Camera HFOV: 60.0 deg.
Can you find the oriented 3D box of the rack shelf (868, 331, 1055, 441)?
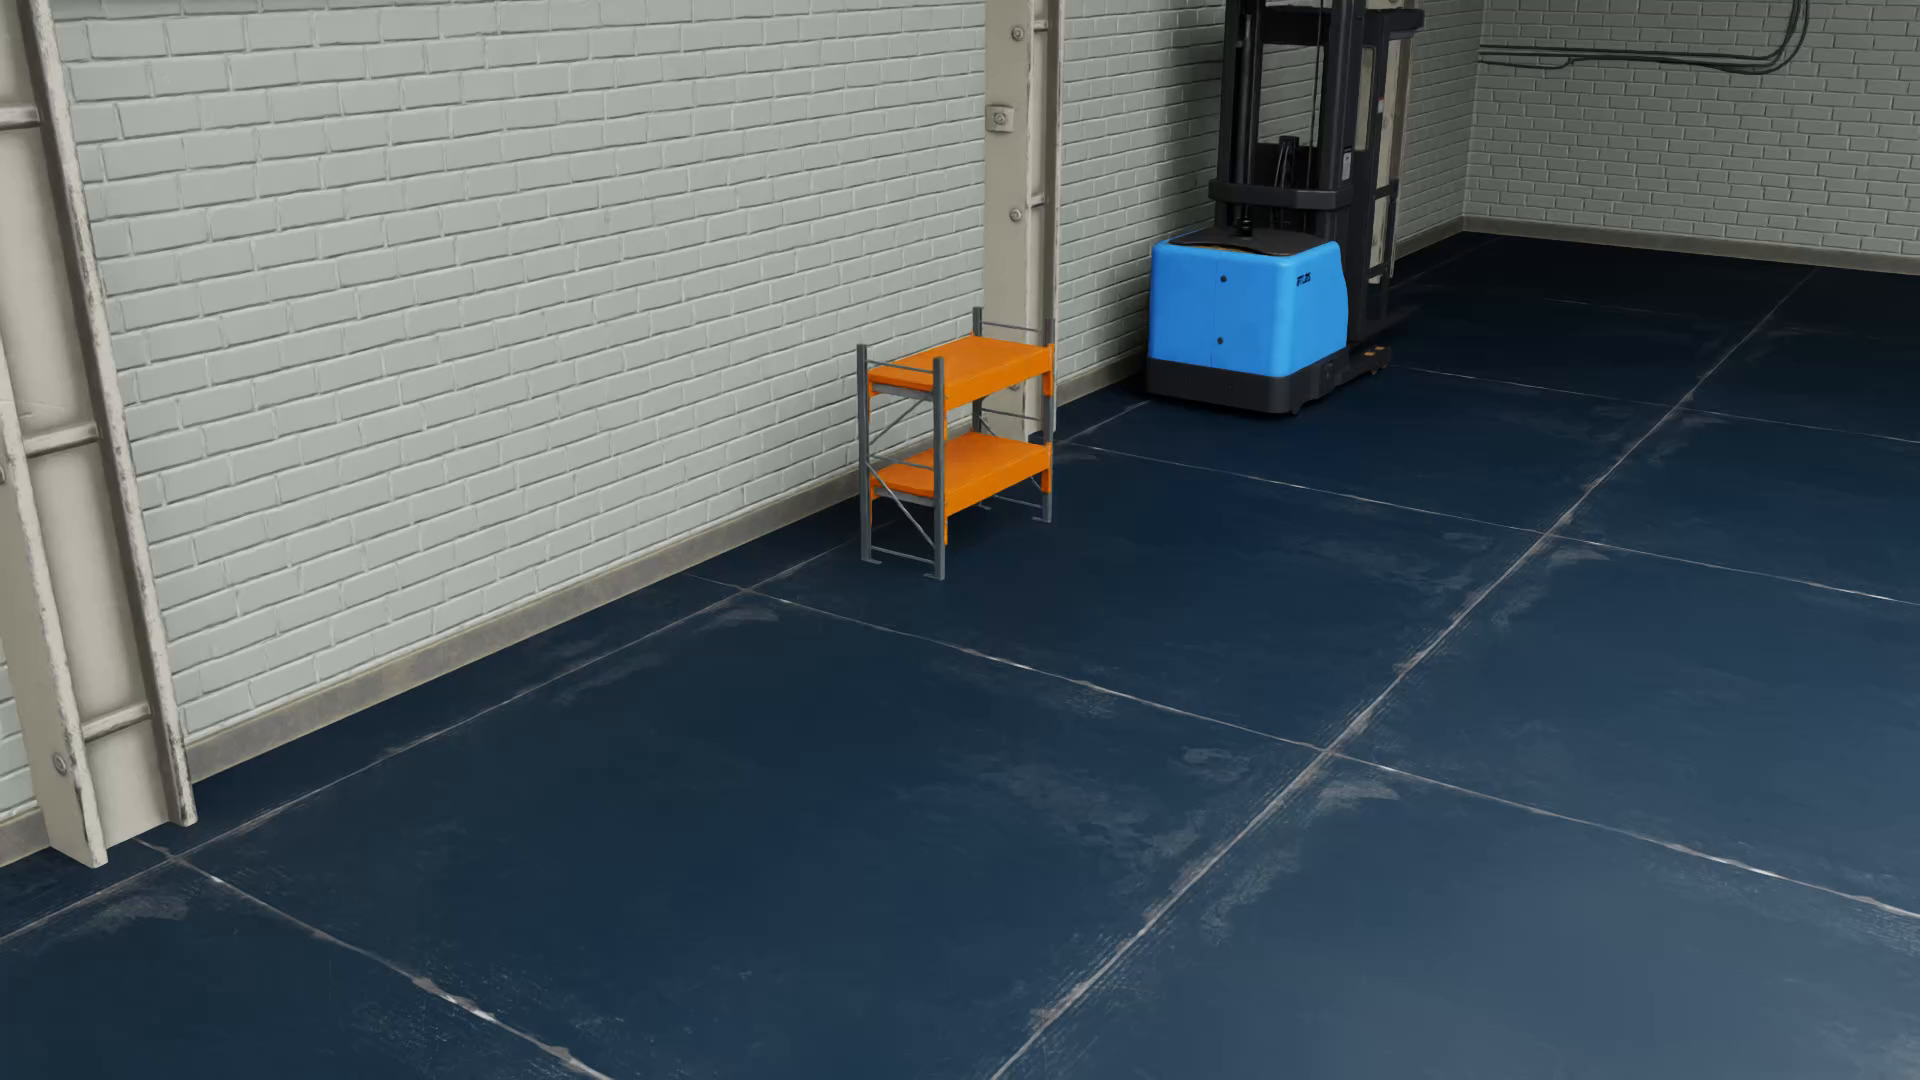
[{"bbox_3d":[-0.004,-0.800,8.463,0.538,0.278,1.000,13,24,32],"label":"rack shelf"}]

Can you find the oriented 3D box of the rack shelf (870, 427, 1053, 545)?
[{"bbox_3d":[-0.004,-0.296,8.649,0.538,0.278,1.000,13,24,32],"label":"rack shelf"}]

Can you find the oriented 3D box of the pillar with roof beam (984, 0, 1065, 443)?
[{"bbox_3d":[3.941,-4.060,6.769,9.100,9.000,0.400,13,24,32],"label":"pillar with roof beam"}]

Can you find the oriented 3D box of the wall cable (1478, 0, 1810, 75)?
[{"bbox_3d":[6.503,-5.752,15.819,3.097,2.526,0.112,13,24,32],"label":"wall cable"}]

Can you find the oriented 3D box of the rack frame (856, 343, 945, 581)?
[{"bbox_3d":[-0.290,-0.380,8.170,0.500,1.125,0.032,13,24,32],"label":"rack frame"}]

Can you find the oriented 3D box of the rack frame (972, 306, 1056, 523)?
[{"bbox_3d":[0.282,-0.671,8.959,0.500,1.125,0.032,13,24,32],"label":"rack frame"}]

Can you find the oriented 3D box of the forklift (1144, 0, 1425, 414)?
[{"bbox_3d":[2.496,-2.649,11.701,1.130,2.935,3.031,13,24,32],"label":"forklift"}]

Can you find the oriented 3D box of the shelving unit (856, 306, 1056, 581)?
[{"bbox_3d":[-0.004,-0.526,8.565,0.538,1.125,1.048,13,24,32],"label":"shelving unit"}]

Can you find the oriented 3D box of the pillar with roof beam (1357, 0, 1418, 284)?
[{"bbox_3d":[7.314,-5.781,11.423,9.100,9.000,0.400,13,24,32],"label":"pillar with roof beam"}]

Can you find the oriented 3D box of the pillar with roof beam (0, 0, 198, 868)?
[{"bbox_3d":[0.568,-2.338,2.115,9.100,9.000,0.400,13,24,32],"label":"pillar with roof beam"}]
